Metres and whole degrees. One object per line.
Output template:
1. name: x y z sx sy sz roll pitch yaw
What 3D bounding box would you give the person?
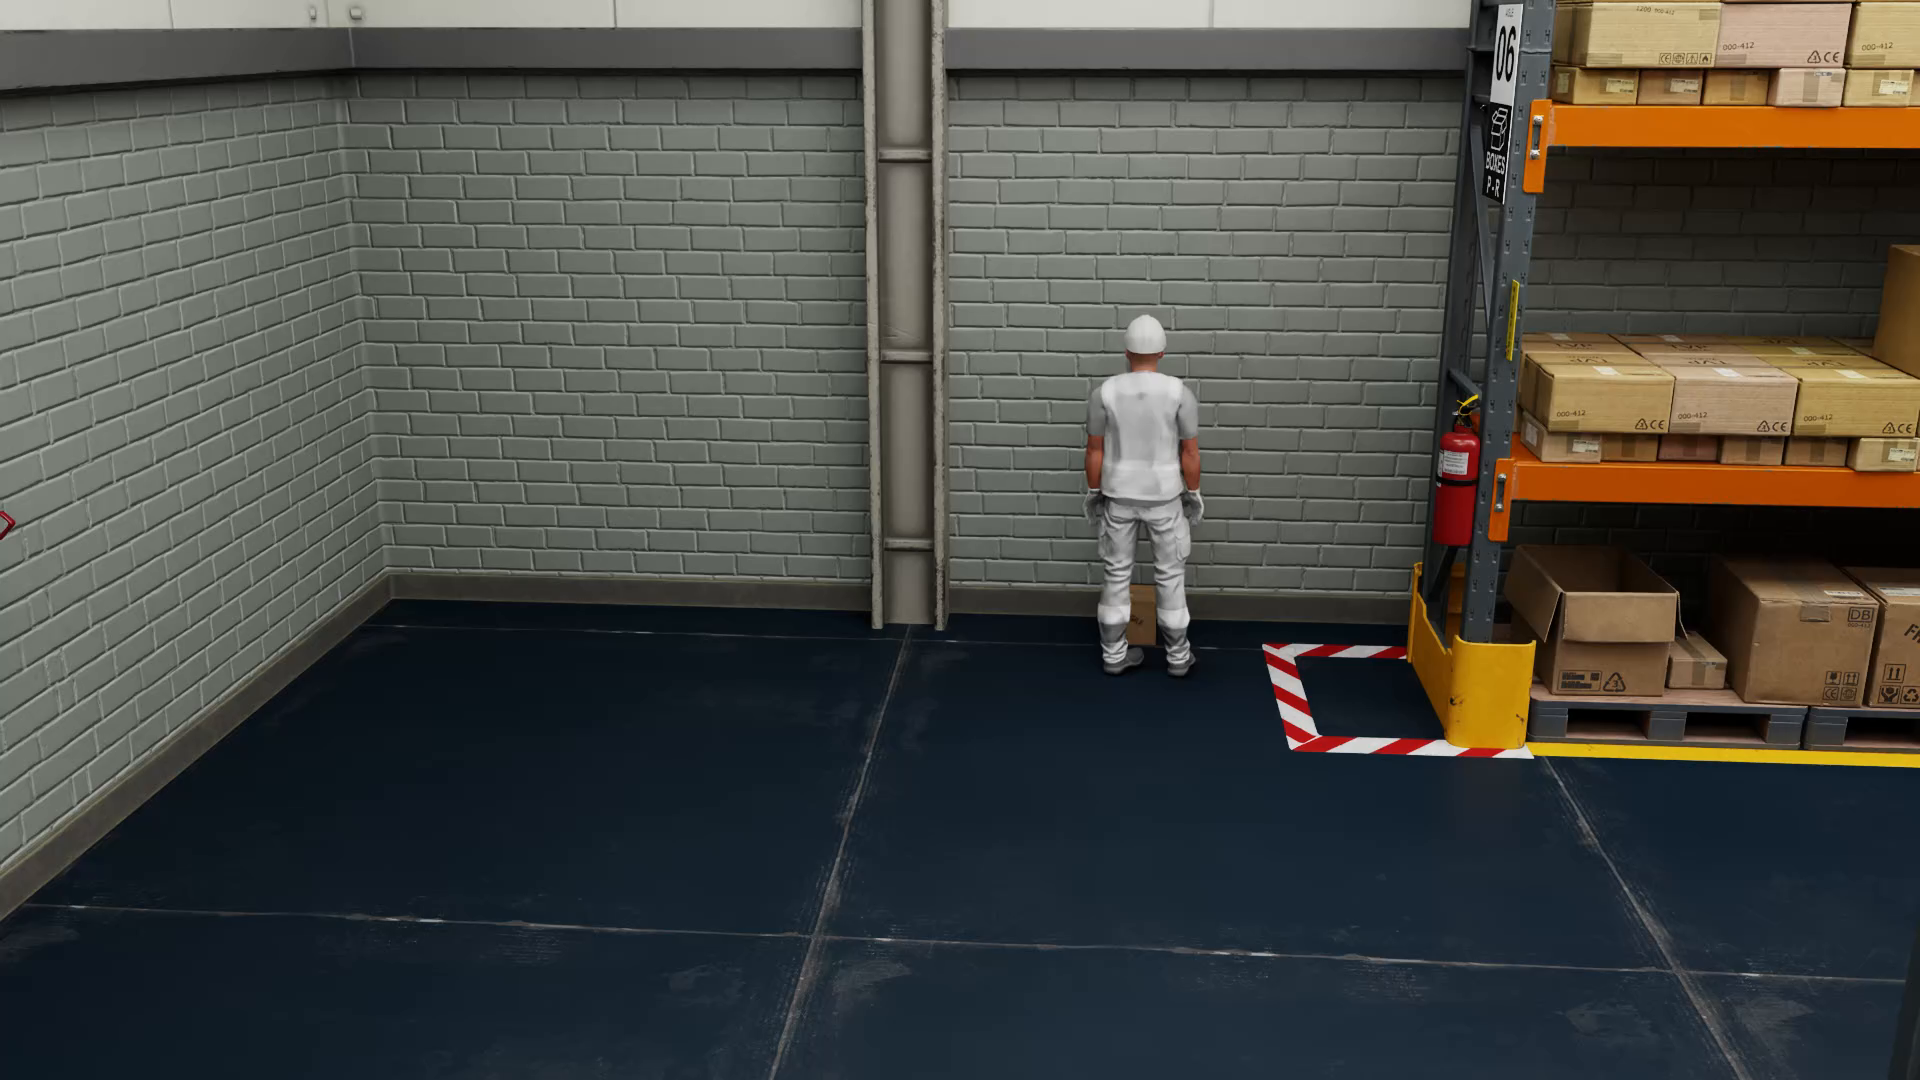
1. person: 0.898 -0.192 8.143 0.587 1.749 0.382 4 18 11
